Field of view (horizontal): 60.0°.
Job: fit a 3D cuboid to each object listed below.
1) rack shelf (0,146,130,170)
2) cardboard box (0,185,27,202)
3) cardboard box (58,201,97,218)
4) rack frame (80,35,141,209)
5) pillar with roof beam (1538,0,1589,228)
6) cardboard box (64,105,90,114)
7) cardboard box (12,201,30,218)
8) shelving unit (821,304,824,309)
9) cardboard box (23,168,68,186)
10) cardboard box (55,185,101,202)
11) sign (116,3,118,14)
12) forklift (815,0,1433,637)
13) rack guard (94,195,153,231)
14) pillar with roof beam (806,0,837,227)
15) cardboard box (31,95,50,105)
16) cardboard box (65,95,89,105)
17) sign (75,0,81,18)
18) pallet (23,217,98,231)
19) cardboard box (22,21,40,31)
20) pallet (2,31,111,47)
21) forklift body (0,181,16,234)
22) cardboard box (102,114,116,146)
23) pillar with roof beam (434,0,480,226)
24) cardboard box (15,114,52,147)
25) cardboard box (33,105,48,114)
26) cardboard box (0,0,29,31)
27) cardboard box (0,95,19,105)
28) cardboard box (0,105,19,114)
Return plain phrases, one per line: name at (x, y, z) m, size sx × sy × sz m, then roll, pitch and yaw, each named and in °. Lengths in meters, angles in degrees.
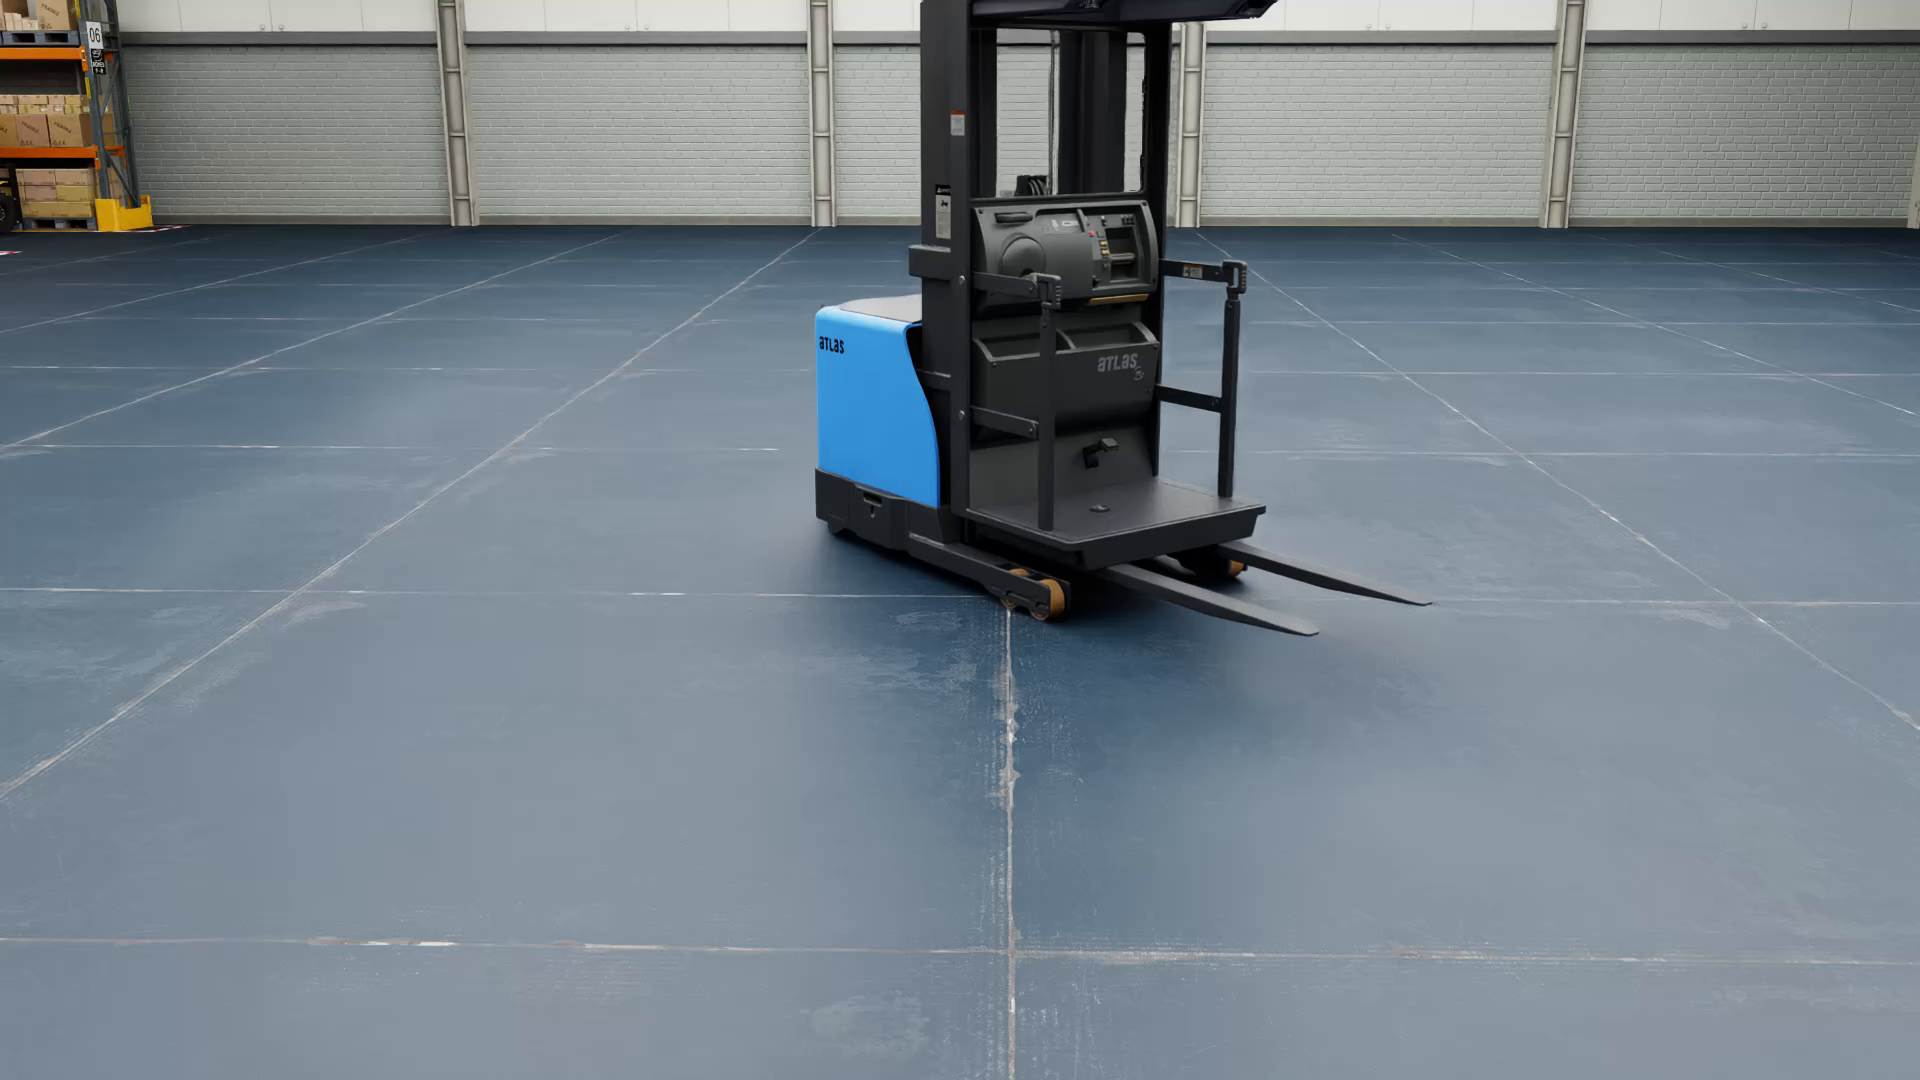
rack shelf at (-15.576, -6.178, 26.788) m, size 4.000 × 0.370 × 1.077 m, roll 0°, pitch 15°, yaw 1°
cardboard box at (-15.089, -5.556, 26.606) m, size 0.500 × 0.250 × 0.500 m, roll 0°, pitch 15°, yaw 0°
cardboard box at (-14.054, -5.309, 26.651) m, size 0.500 × 0.250 × 0.500 m, roll 0°, pitch 15°, yaw 2°
rack frame at (-13.576, -6.513, 26.647) m, size 0.127 × 3.000 × 1.000 m, roll 0°, pitch 15°, yaw 1°
pillar with roof beam at (9.633, -8.394, 22.016) m, size 0.400 × 9.000 × 9.100 m, roll 0°, pitch 15°, yaw 1°
cardboard box at (-13.930, -6.806, 26.290) m, size 0.250 × 0.149 × 0.380 m, roll 1°, pitch 15°, yaw 2°
cardboard box at (-15.051, -5.321, 26.693) m, size 0.500 × 0.250 × 0.500 m, roll 1°, pitch 15°, yaw 2°
shelving unit at (-0.516, -0.640, 8.206) m, size 0.252 × 1.050 × 0.215 m, roll -11°, pitch 18°, yaw -35°
cardboard box at (-14.555, -5.796, 26.534) m, size 0.500 × 0.250 × 0.500 m, roll 1°, pitch 15°, yaw 2°
cardboard box at (-14.071, -5.552, 26.591) m, size 0.500 × 0.250 × 0.500 m, roll 0°, pitch 15°, yaw 1°
sign at (-13.556, -8.566, 26.679) m, size 0.005 × 0.325 × 0.100 m, roll 0°, pitch 15°, yaw 1°
forklift at (0.580, -1.237, 6.782) m, size 1.130 × 2.935 × 3.031 m, roll -11°, pitch 18°, yaw -35°
rack guard at (-13.552, -5.305, 26.966) m, size 0.348 × 0.500 × 1.175 m, roll 0°, pitch 15°, yaw 1°
pillar with roof beam at (-2.363, -8.472, 22.313) m, size 0.400 × 9.000 × 9.100 m, roll 0°, pitch 15°, yaw 1°
cardboard box at (-14.449, -6.956, 26.275) m, size 0.250 × 0.149 × 0.380 m, roll 1°, pitch 15°, yaw 3°
cardboard box at (-13.940, -6.968, 26.319) m, size 0.250 × 0.149 × 0.380 m, roll 0°, pitch 15°, yaw 2°
sign at (-13.604, -8.215, 25.638) m, size 0.005 × 0.325 × 0.100 m, roll 0°, pitch 15°, yaw 1°
pallet at (-14.342, -5.159, 26.981) m, size 1.213 × 0.211 × 1.003 m, roll 0°, pitch 15°, yaw 1°
cardboard box at (-14.412, -8.022, 25.957) m, size 0.250 × 0.149 × 0.380 m, roll 0°, pitch 15°, yaw 0°
pallet at (-14.282, -7.932, 26.318) m, size 1.213 × 0.211 × 1.003 m, roll 0°, pitch 15°, yaw 1°
forklift body at (-15.519, -5.650, 25.039) m, size 1.214 × 2.155 × 2.313 m, roll 0°, pitch 15°, yaw 1°
cardboard box at (-14.064, -6.636, 26.915) m, size 0.500 × 0.500 × 0.500 m, roll 1°, pitch 15°, yaw 3°
pillar with roof beam at (-8.361, -8.511, 22.461) m, size 0.400 × 9.000 × 9.100 m, roll 0°, pitch 15°, yaw 1°
cardboard box at (-14.593, -6.504, 26.415) m, size 0.500 × 0.500 × 0.500 m, roll 1°, pitch 15°, yaw 3°
cardboard box at (-14.444, -6.817, 26.333) m, size 0.250 × 0.149 × 0.380 m, roll 1°, pitch 15°, yaw 2°
cardboard box at (-15.046, -8.236, 26.083) m, size 0.500 × 0.500 × 0.700 m, roll 0°, pitch 15°, yaw 2°
cardboard box at (-14.960, -6.950, 26.253) m, size 0.250 × 0.149 × 0.380 m, roll 1°, pitch 15°, yaw 3°
cardboard box at (-14.960, -6.812, 26.311) m, size 0.250 × 0.149 × 0.380 m, roll 0°, pitch 15°, yaw 0°
